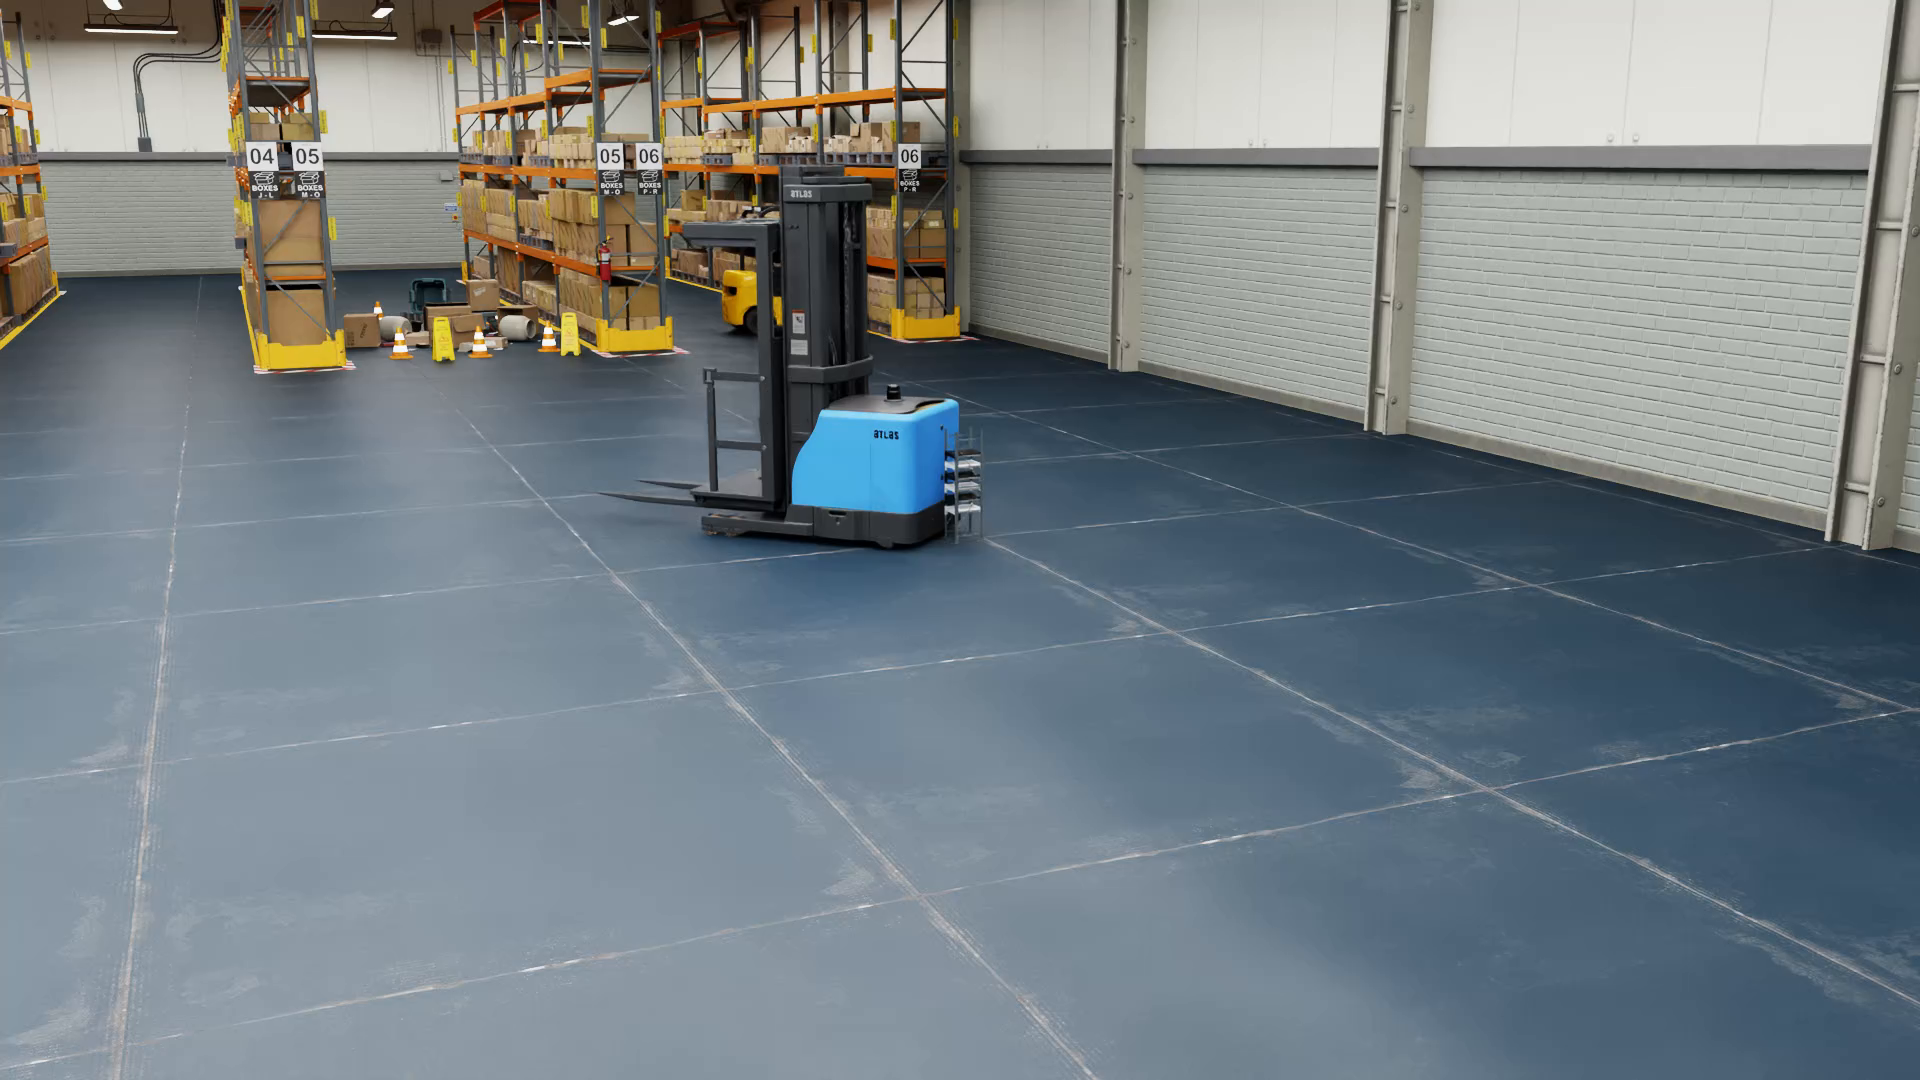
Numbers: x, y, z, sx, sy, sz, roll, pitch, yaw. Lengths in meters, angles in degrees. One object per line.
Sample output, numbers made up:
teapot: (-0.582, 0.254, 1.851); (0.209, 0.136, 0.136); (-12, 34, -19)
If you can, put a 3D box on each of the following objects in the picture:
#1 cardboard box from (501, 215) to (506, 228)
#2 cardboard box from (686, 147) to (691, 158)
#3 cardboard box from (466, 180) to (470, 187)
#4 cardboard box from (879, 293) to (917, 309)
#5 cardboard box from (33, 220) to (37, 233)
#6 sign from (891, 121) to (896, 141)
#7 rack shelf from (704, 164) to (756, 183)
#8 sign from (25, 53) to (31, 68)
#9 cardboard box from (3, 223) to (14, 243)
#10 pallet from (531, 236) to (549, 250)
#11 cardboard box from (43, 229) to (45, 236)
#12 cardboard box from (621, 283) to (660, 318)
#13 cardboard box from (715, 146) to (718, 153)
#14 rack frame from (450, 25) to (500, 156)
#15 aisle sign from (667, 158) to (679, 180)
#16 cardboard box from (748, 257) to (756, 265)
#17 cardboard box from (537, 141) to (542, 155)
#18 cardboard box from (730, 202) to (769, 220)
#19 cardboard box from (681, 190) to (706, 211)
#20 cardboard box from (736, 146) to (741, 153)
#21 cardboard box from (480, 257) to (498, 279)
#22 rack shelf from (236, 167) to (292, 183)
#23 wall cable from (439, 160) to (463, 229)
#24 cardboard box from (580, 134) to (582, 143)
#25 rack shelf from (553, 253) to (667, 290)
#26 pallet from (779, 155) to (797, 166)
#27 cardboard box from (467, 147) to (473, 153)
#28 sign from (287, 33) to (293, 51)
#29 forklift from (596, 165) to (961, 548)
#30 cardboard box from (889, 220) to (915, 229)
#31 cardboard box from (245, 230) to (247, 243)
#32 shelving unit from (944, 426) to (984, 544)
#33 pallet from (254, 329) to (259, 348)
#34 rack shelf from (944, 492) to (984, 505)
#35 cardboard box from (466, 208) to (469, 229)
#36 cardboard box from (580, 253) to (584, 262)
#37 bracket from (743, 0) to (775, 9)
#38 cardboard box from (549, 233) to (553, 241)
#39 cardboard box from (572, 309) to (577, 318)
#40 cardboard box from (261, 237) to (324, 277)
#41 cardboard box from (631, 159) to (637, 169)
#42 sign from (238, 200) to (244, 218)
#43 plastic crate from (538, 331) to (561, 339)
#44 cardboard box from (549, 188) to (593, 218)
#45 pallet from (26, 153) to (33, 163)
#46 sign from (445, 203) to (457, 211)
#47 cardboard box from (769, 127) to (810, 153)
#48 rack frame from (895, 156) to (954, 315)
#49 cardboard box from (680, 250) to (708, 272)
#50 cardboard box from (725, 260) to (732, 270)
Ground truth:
cardboard box: (-9.199, -6.590, 34.415); (0.500, 0.250, 0.500); (-6, 14, -24)
cardboard box: (-6.231, -9.232, 39.627); (0.500, 0.250, 0.500); (-5, 14, -22)
cardboard box: (-11.365, -8.375, 39.024); (0.380, 0.149, 0.250); (-6, 14, -25)
cardboard box: (-1.070, -4.110, 28.534); (0.500, 0.250, 0.500); (-6, 14, -24)
cardboard box: (-19.378, -6.466, 34.330); (0.500, 0.250, 0.500); (-5, 14, -22)
sign: (-1.092, -6.737, 27.386); (0.100, 0.325, 0.005); (-6, 14, -23)
rack shelf: (-4.595, -8.106, 36.684); (1.077, 0.370, 4.000); (-6, 14, -23)
sign: (-20.122, -10.353, 35.898); (0.100, 0.325, 0.005); (-6, 14, -23)
cardboard box: (-17.574, -5.518, 30.337); (0.500, 0.500, 0.500); (-6, 14, -24)
pallet: (-7.510, -5.634, 31.486); (1.003, 0.211, 1.213); (-6, 14, -23)
cardboard box: (-19.975, -6.619, 35.872); (0.380, 0.149, 0.250); (-6, 14, -23)
cardboard box: (-5.215, -3.907, 27.102); (0.500, 0.500, 0.500); (-6, 14, -25)
cardboard box: (-5.229, -8.692, 37.026); (0.380, 0.149, 0.250); (-6, 14, -24)
rack frame: (-11.545, -10.708, 39.681); (1.000, 3.000, 0.127); (-6, 14, -23)
aisle sign: (-7.295, -9.489, 41.951); (0.394, 0.787, 0.004); (-6, 14, -23)
cardboard box: (-4.361, -6.018, 35.891); (0.380, 0.149, 0.250); (-6, 15, -26)
cardboard box: (-7.506, -7.217, 30.651); (0.500, 0.250, 0.500); (-5, 14, -22)
cardboard box: (-4.617, -7.157, 36.482); (0.797, 0.503, 0.637); (-6, 14, -24)
cardboard box: (-6.462, -8.244, 40.347); (0.500, 0.500, 0.500); (-5, 14, -22)
cardboard box: (-4.648, -8.484, 36.171); (0.380, 0.149, 0.250); (-5, 14, -21)
cardboard box: (-10.814, -6.426, 39.235); (0.875, 0.438, 0.875); (-5, 14, -21)
rack shelf: (-13.636, -7.189, 32.722); (1.077, 0.370, 4.000); (-6, 14, -23)
wall cable: (-13.825, -9.459, 45.263); (0.585, 1.953, 0.123); (-6, 14, -23)
cardboard box: (-5.955, -6.523, 27.039); (0.380, 0.149, 0.250); (-6, 14, -25)
rack shelf: (-5.937, -4.543, 27.941); (1.077, 0.370, 4.000); (-6, 14, -23)
pallet: (-2.989, -7.588, 33.271); (1.003, 0.211, 1.213); (-5, 14, -20)
cardboard box: (-11.320, -9.132, 38.928); (0.380, 0.149, 0.250); (-5, 14, -21)
sign: (-12.328, -9.171, 30.614); (0.100, 0.325, 0.005); (-6, 14, -23)
forklift: (-1.564, -1.556, 13.593); (3.031, 2.935, 1.130); (5, 14, 21)
cardboard box: (-0.985, -5.340, 28.131); (0.380, 0.149, 0.250); (-5, 14, -22)
cardboard box: (-12.903, -5.596, 30.676); (0.500, 0.500, 0.500); (-5, 14, -22)
shelving unit: (0.029, -0.438, 13.266); (0.258, 0.900, 0.210); (-6, 14, -25)
pallet: (-11.000, -3.316, 27.228); (1.003, 0.211, 1.213); (-6, 14, -23)
rack shelf: (0.029, -0.318, 13.294); (0.258, 0.077, 0.200); (-6, 14, -25)
cardboard box: (-11.387, -7.607, 39.365); (0.500, 0.500, 0.500); (-6, 14, -24)
cardboard box: (-6.058, -4.674, 27.468); (0.380, 0.149, 0.250); (-6, 14, -24)
bracket: (-3.969, -11.656, 35.794); (0.076, 0.066, 4.783); (-6, 14, -23)
cardboard box: (-7.197, -5.470, 29.978); (0.380, 0.149, 0.250); (-5, 14, -22)
cardboard box: (-6.310, -3.807, 28.331); (0.500, 0.250, 0.500); (-6, 14, -24)
cardboard box: (-9.821, -4.158, 24.349); (0.875, 0.550, 0.550); (-6, 14, -23)
cardboard box: (-4.971, -5.917, 26.187); (0.380, 0.149, 0.250); (-6, 14, -23)
sign: (-13.329, -6.139, 30.852); (0.100, 0.325, 0.005); (-6, 14, -23)
plastic crate: (-6.860, -3.486, 28.253); (0.402, 0.080, 0.583); (-12, 18, -42)
cardboard box: (-6.760, -5.877, 29.010); (0.700, 0.500, 0.500); (-6, 14, -24)
pallet: (-19.826, -7.904, 34.413); (1.003, 0.211, 1.213); (-6, 14, -23)
sign: (-13.894, -9.088, 45.387); (0.327, 0.218, 0.001); (-6, 14, -23)
cardboard box: (-3.433, -8.078, 33.595); (0.700, 0.500, 0.500); (-6, 14, -24)
rack frame: (-0.589, -4.929, 28.015); (1.000, 3.000, 0.127); (-6, 14, -23)
cardboard box: (-6.533, -6.907, 41.171); (0.700, 0.500, 0.500); (-5, 14, -21)
cardboard box: (-4.990, -6.062, 37.523); (0.500, 0.500, 0.500); (-6, 14, -25)
